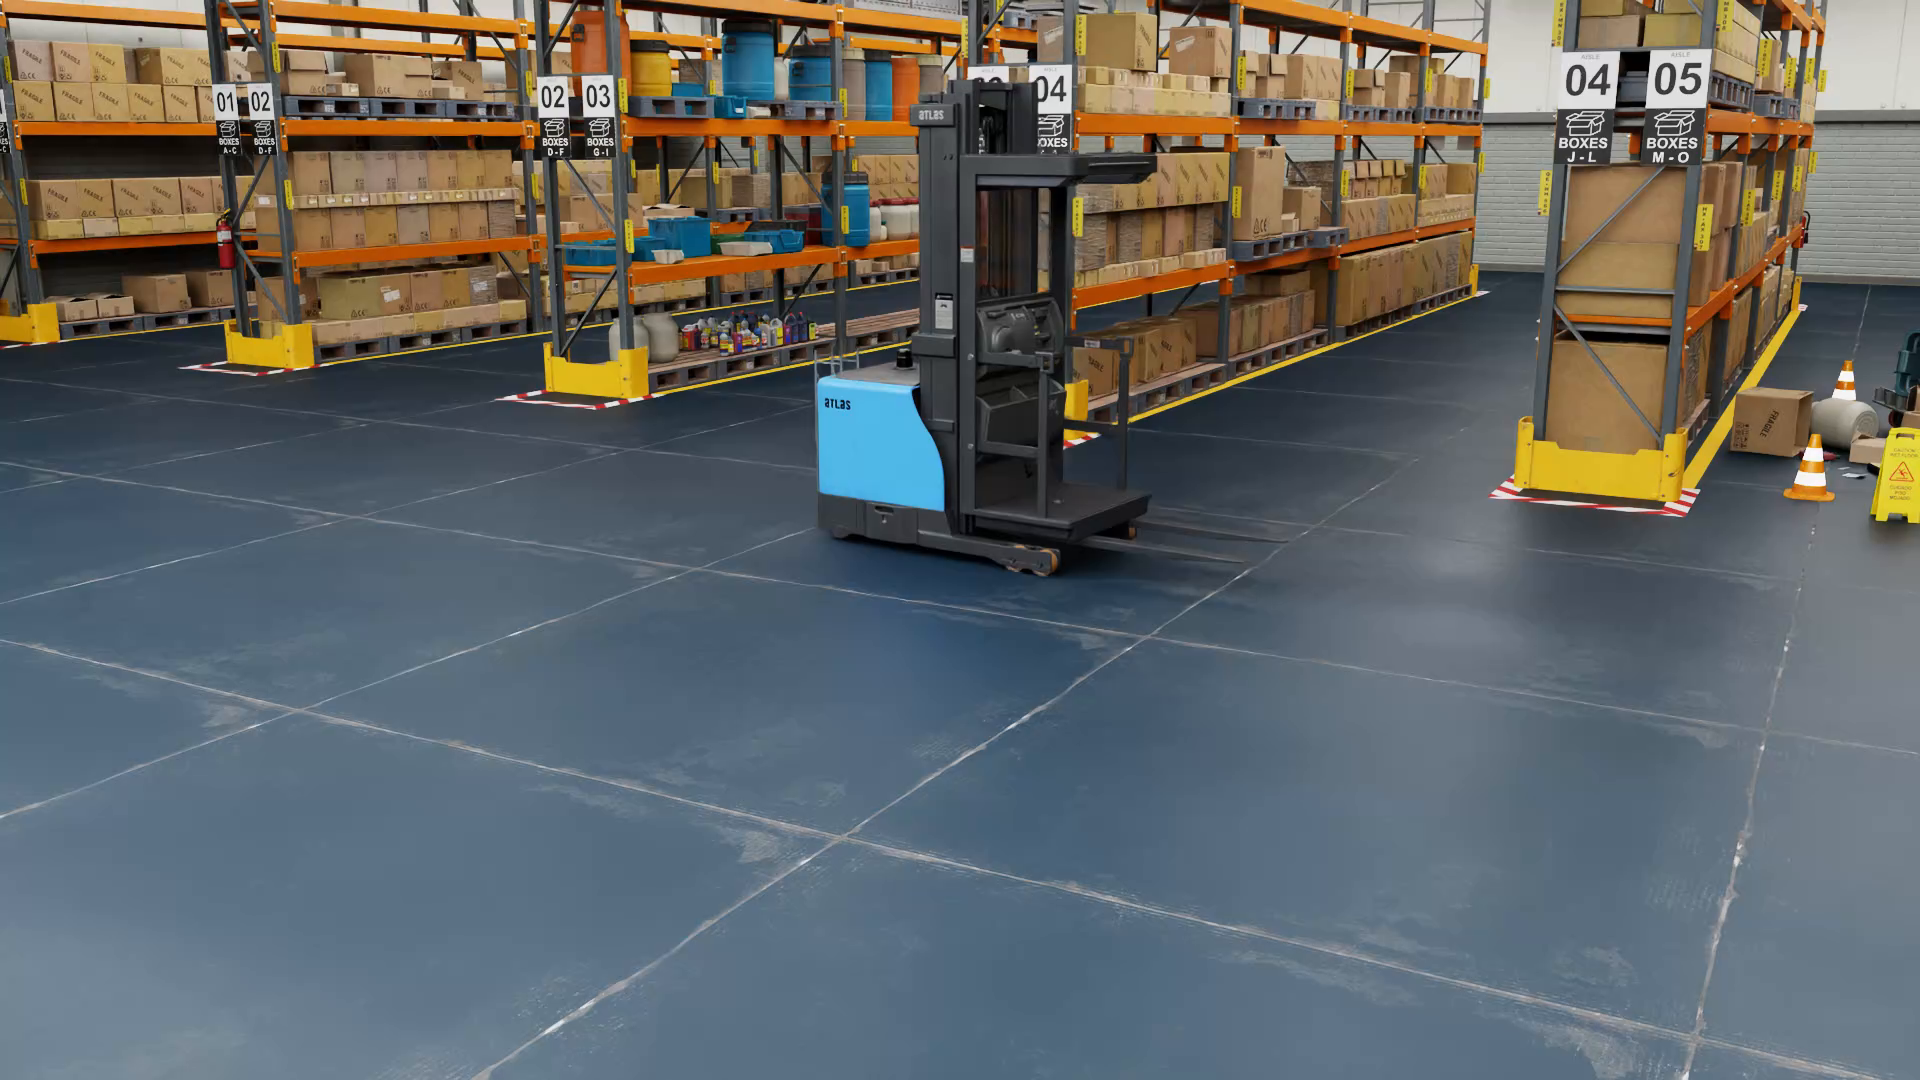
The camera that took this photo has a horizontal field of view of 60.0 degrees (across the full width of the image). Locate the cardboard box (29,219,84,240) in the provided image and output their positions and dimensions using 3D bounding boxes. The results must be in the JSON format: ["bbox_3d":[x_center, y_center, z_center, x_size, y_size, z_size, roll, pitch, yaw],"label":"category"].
[{"bbox_3d":[-11.960,-4.105,21.940,0.500,0.250,0.500,7,15,26],"label":"cardboard box"}]

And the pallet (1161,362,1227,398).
[{"bbox_3d":[2.175,-1.744,17.817,1.003,0.211,1.213,7,15,28],"label":"pallet"}]

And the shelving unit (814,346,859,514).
[{"bbox_3d":[-0.838,-0.714,11.436,0.258,1.200,0.189,9,16,33],"label":"shelving unit"}]

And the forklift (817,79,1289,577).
[{"bbox_3d":[0.558,-1.344,10.354,3.031,2.935,1.130,9,16,33],"label":"forklift"}]

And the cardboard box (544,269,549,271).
[{"bbox_3d":[-5.767,-3.830,24.293,0.500,0.311,0.500,7,15,28],"label":"cardboard box"}]

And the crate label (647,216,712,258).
[{"bbox_3d":[-3.148,-3.407,18.692,0.502,0.435,0.616,7,15,28],"label":"crate label"}]

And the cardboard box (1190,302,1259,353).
[{"bbox_3d":[3.031,-2.459,19.230,0.700,0.500,0.500,7,15,28],"label":"cardboard box"}]

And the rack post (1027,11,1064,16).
[{"bbox_3d":[1.133,-7.688,24.788,0.937,0.300,0.954,9,16,34],"label":"rack post"}]

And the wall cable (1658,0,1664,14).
[{"bbox_3d":[14.020,-10.953,30.403,2.277,5.999,0.120,7,15,28],"label":"wall cable"}]

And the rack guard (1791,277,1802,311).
[{"bbox_3d":[12.526,-3.890,26.102,1.175,0.500,0.348,7,15,28],"label":"rack guard"}]

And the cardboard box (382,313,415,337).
[{"bbox_3d":[-7.201,-2.702,20.811,0.500,0.250,0.500,7,15,28],"label":"cardboard box"}]

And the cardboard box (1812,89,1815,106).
[{"bbox_3d":[12.317,-6.521,24.534,0.500,0.250,0.500,7,15,27],"label":"cardboard box"}]

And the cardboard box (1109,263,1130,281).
[{"bbox_3d":[1.383,-2.533,15.676,0.380,0.149,0.250,7,15,28],"label":"cardboard box"}]

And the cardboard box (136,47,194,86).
[{"bbox_3d":[-11.044,-6.572,23.105,0.500,0.500,0.500,7,15,26],"label":"cardboard box"}]

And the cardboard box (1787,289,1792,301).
[{"bbox_3d":[12.455,-3.743,25.346,0.380,0.149,0.250,8,16,30],"label":"cardboard box"}]

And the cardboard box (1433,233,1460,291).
[{"bbox_3d":[7.590,-4.548,27.134,0.875,0.875,0.875,7,15,28],"label":"cardboard box"}]

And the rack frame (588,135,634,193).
[{"bbox_3d":[-6.672,-6.566,31.870,1.000,3.000,0.127,7,15,28],"label":"rack frame"}]

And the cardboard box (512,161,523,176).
[{"bbox_3d":[-7.902,-6.488,29.052,0.500,0.250,0.500,7,15,27],"label":"cardboard box"}]

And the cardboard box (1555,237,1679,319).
[{"bbox_3d":[4.968,-1.992,12.577,0.875,0.550,0.550,7,15,28],"label":"cardboard box"}]

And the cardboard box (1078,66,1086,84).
[{"bbox_3d":[0.870,-4.030,14.420,0.380,0.149,0.250,7,15,28],"label":"cardboard box"}]

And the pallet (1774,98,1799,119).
[{"bbox_3d":[8.430,-4.708,18.163,1.213,0.211,1.003,8,16,31],"label":"pallet"}]

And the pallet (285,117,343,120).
[{"bbox_3d":[-10.148,-6.407,25.208,1.213,0.211,1.003,7,15,28],"label":"pallet"}]

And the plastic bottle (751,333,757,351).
[{"bbox_3d":[-2.390,-2.283,19.136,0.097,0.201,0.097,0,14,0],"label":"plastic bottle"}]

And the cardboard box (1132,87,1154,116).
[{"bbox_3d":[1.481,-4.083,15.491,0.500,0.250,0.500,7,15,28],"label":"cardboard box"}]

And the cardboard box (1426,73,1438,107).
[{"bbox_3d":[6.926,-6.920,25.612,0.700,0.500,0.500,8,16,31],"label":"cardboard box"}]

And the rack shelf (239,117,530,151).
[{"bbox_3d":[-7.168,-5.063,20.768,1.077,0.370,4.000,7,15,28],"label":"rack shelf"}]

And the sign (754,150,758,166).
[{"bbox_3d":[-4.270,-8.001,34.844,0.100,0.325,0.005,7,15,28],"label":"sign"}]

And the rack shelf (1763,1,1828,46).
[{"bbox_3d":[11.596,-7.276,23.553,1.077,0.370,4.000,7,15,28],"label":"rack shelf"}]

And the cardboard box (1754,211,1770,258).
[{"bbox_3d":[8.713,-3.405,18.544,0.500,0.500,0.500,7,15,28],"label":"cardboard box"}]

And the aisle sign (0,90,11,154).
[{"bbox_3d":[-12.246,-5.319,21.151,0.394,0.787,0.004,7,15,28],"label":"aisle sign"}]

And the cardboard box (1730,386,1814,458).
[{"bbox_3d":[6.909,-1.010,14.151,0.500,0.500,0.500,11,17,38],"label":"cardboard box"}]

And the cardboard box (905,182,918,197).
[{"bbox_3d":[-1.116,-6.440,31.135,0.500,0.500,0.500,7,15,27],"label":"cardboard box"}]

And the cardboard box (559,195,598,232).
[{"bbox_3d":[-5.561,-4.677,23.820,0.500,0.500,0.500,9,16,32],"label":"cardboard box"}]

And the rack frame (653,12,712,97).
[{"bbox_3d":[-4.268,-8.102,25.438,1.000,3.000,0.127,7,15,28],"label":"rack frame"}]

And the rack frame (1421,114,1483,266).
[{"bbox_3d":[8.270,-5.703,28.291,1.000,3.000,0.127,7,15,28],"label":"rack frame"}]

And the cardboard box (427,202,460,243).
[{"bbox_3d":[-6.906,-4.110,21.468,0.700,0.500,0.500,8,16,29],"label":"cardboard box"}]

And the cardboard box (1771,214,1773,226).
[{"bbox_3d":[10.112,-4.065,21.134,0.380,0.149,0.250,7,15,26],"label":"cardboard box"}]

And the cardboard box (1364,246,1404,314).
[{"bbox_3d":[5.613,-3.737,23.772,1.225,0.875,0.875,7,15,26],"label":"cardboard box"}]

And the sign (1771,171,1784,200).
[{"bbox_3d":[9.183,-3.980,18.672,0.100,0.325,0.005,7,15,28],"label":"sign"}]

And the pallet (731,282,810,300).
[{"bbox_3d":[-3.283,-4.228,28.120,1.003,0.211,1.213,7,15,28],"label":"pallet"}]

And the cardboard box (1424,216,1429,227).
[{"bbox_3d":[6.897,-4.838,25.235,0.380,0.149,0.250,7,15,26],"label":"cardboard box"}]

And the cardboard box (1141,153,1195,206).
[{"bbox_3d":[2.009,-3.592,16.551,0.500,0.500,0.500,7,15,28],"label":"cardboard box"}]

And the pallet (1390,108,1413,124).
[{"bbox_3d":[5.936,-6.054,23.754,0.805,0.209,1.217,7,15,26],"label":"pallet"}]

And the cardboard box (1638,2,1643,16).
[{"bbox_3d":[5.063,-4.079,12.878,0.380,0.149,0.250,8,16,29],"label":"cardboard box"}]

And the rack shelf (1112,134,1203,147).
[{"bbox_3d":[2.967,-6.963,28.649,1.077,0.370,4.000,7,15,28],"label":"rack shelf"}]

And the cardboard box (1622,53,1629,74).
[{"bbox_3d":[4.814,-3.585,12.531,0.380,0.149,0.250,8,15,29],"label":"cardboard box"}]

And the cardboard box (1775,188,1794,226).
[{"bbox_3d":[11.089,-4.566,22.726,0.500,0.500,0.500,7,15,27],"label":"cardboard box"}]

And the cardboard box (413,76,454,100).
[{"bbox_3d":[-6.937,-5.867,21.566,0.500,0.311,0.500,6,15,25],"label":"cardboard box"}]

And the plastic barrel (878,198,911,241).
[{"bbox_3d":[-0.858,-4.191,21.726,0.433,0.535,0.433,0,14,0],"label":"plastic barrel"}]

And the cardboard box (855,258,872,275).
[{"bbox_3d":[-1.942,-4.974,30.065,0.500,0.311,0.500,7,15,28],"label":"cardboard box"}]

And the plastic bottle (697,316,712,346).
[{"bbox_3d":[-3.007,-2.446,19.493,0.144,0.351,0.185,8,16,30],"label":"plastic bottle"}]

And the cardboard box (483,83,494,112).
[{"bbox_3d":[-8.426,-7.571,28.483,0.700,0.500,0.500,6,15,24],"label":"cardboard box"}]

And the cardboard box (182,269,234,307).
[{"bbox_3d":[-11.006,-3.706,24.402,0.500,0.500,0.500,6,15,24],"label":"cardboard box"}]

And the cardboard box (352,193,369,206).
[{"bbox_3d":[-7.386,-4.121,20.130,0.380,0.149,0.250,7,15,27],"label":"cardboard box"}]
